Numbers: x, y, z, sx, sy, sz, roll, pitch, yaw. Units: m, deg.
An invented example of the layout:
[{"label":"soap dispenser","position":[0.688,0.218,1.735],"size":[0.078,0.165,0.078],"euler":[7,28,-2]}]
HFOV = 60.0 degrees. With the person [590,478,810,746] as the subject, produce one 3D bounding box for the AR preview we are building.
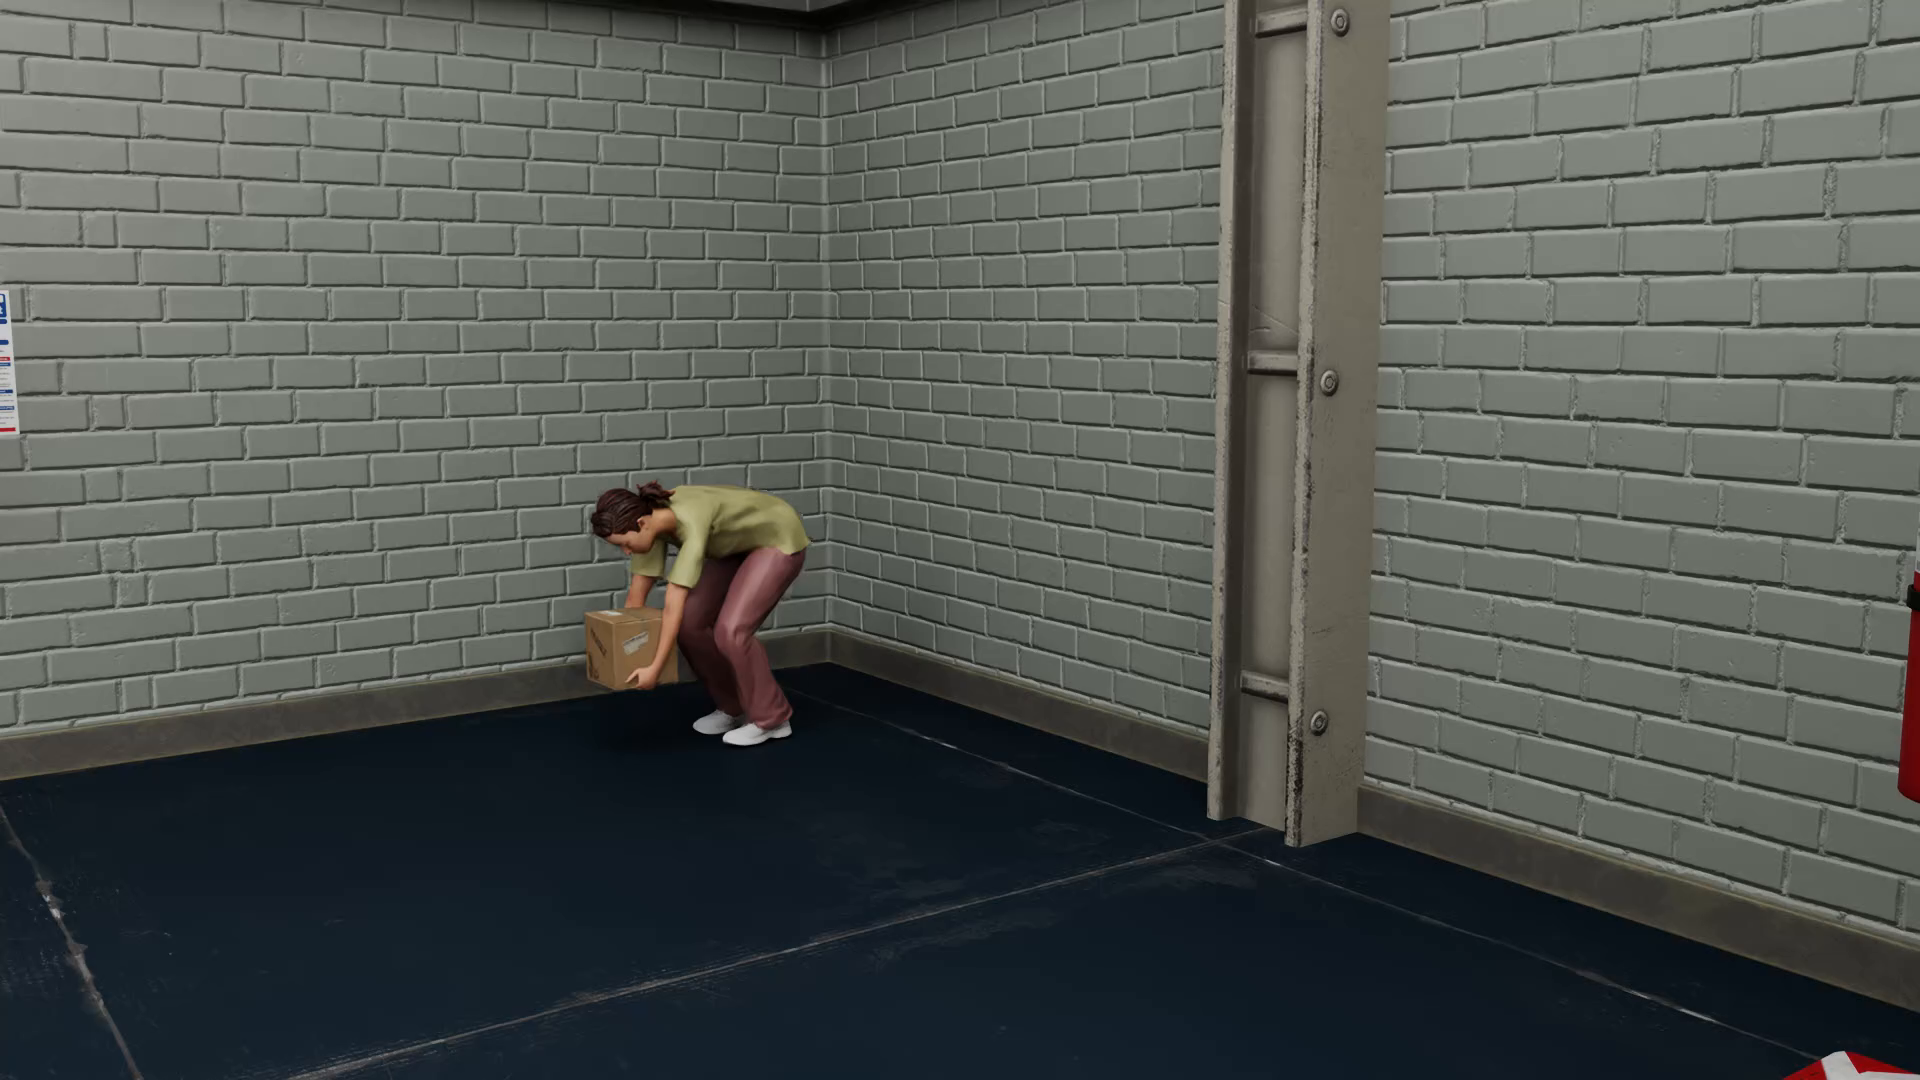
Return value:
[{"label":"person","position":[-0.974,0.264,6.261],"size":[0.868,1.031,0.466],"euler":[-6,10,-39]}]
